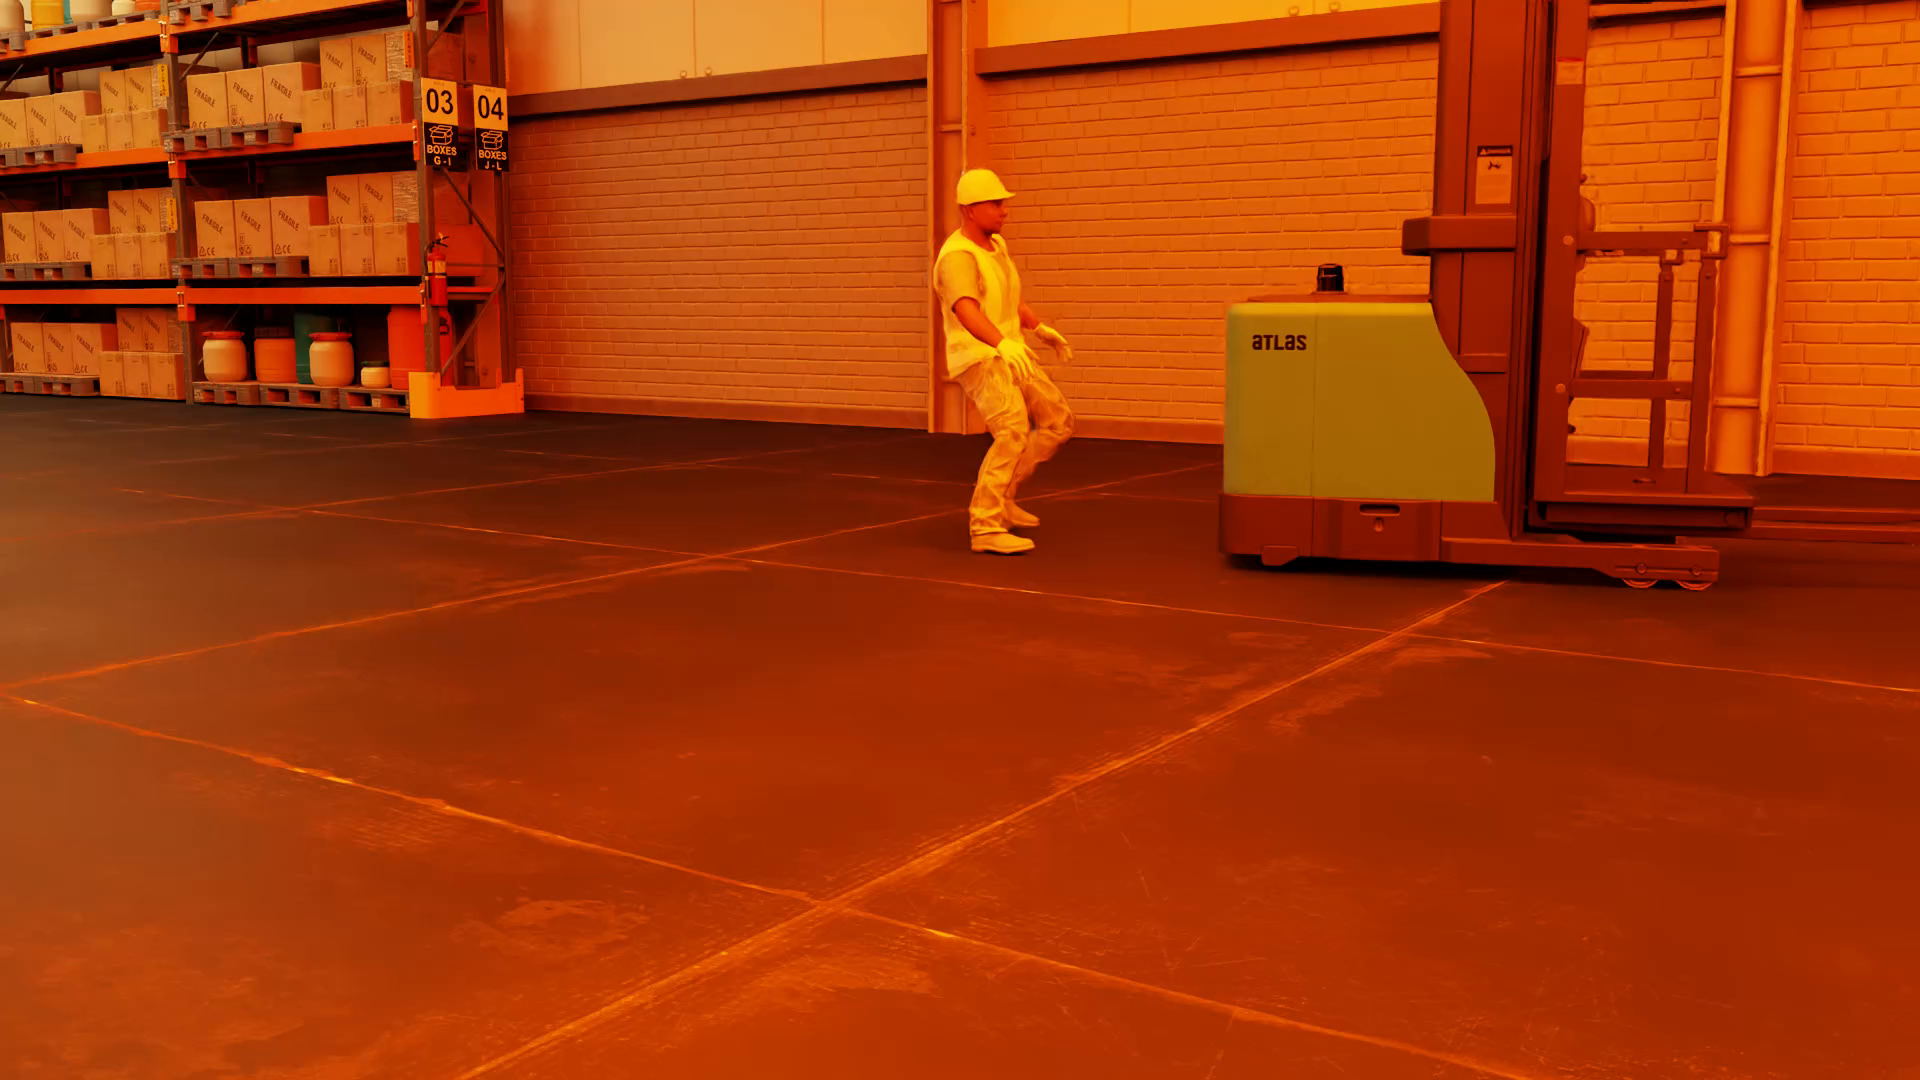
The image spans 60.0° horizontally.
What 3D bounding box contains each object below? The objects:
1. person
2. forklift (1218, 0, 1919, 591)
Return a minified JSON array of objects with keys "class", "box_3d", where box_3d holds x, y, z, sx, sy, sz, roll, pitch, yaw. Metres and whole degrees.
[{"class":"person","box_3d":[0.199,-0.810,7.419,0.617,1.662,0.859,4,9,24]},{"class":"forklift","box_3d":[2.630,-1.343,6.640,3.031,2.935,1.130,2,8,14]}]
